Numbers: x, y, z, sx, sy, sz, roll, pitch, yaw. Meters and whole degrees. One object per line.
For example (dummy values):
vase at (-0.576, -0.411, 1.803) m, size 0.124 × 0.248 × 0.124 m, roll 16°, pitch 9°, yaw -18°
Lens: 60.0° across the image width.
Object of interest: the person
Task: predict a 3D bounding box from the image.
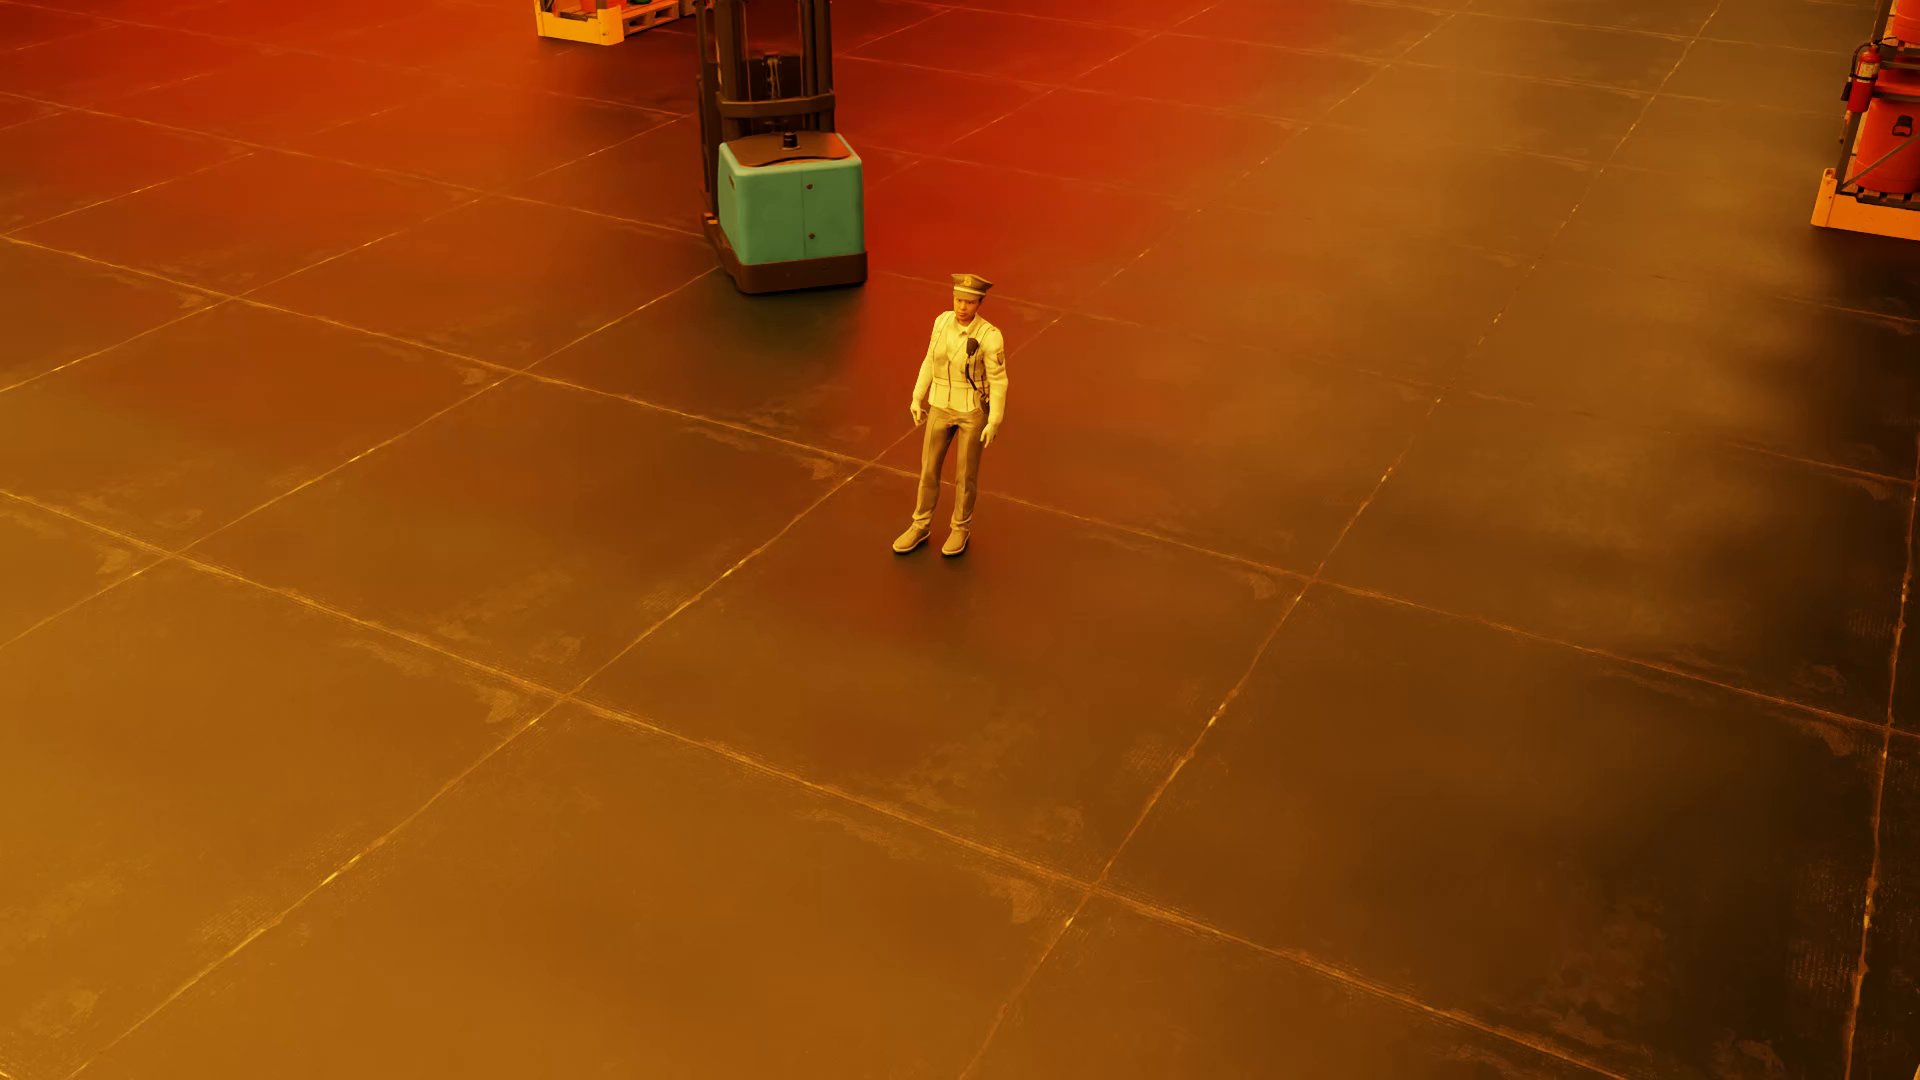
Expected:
person at (-0.039, -0.712, 9.527) m, size 0.588 × 1.695 × 0.531 m, roll 15°, pitch 33°, yaw 25°

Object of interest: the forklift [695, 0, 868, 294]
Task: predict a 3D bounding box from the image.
forklift at (-1.664, -3.959, 13.930) m, size 1.130 × 2.935 × 3.031 m, roll -9°, pitch 31°, yaw -14°
